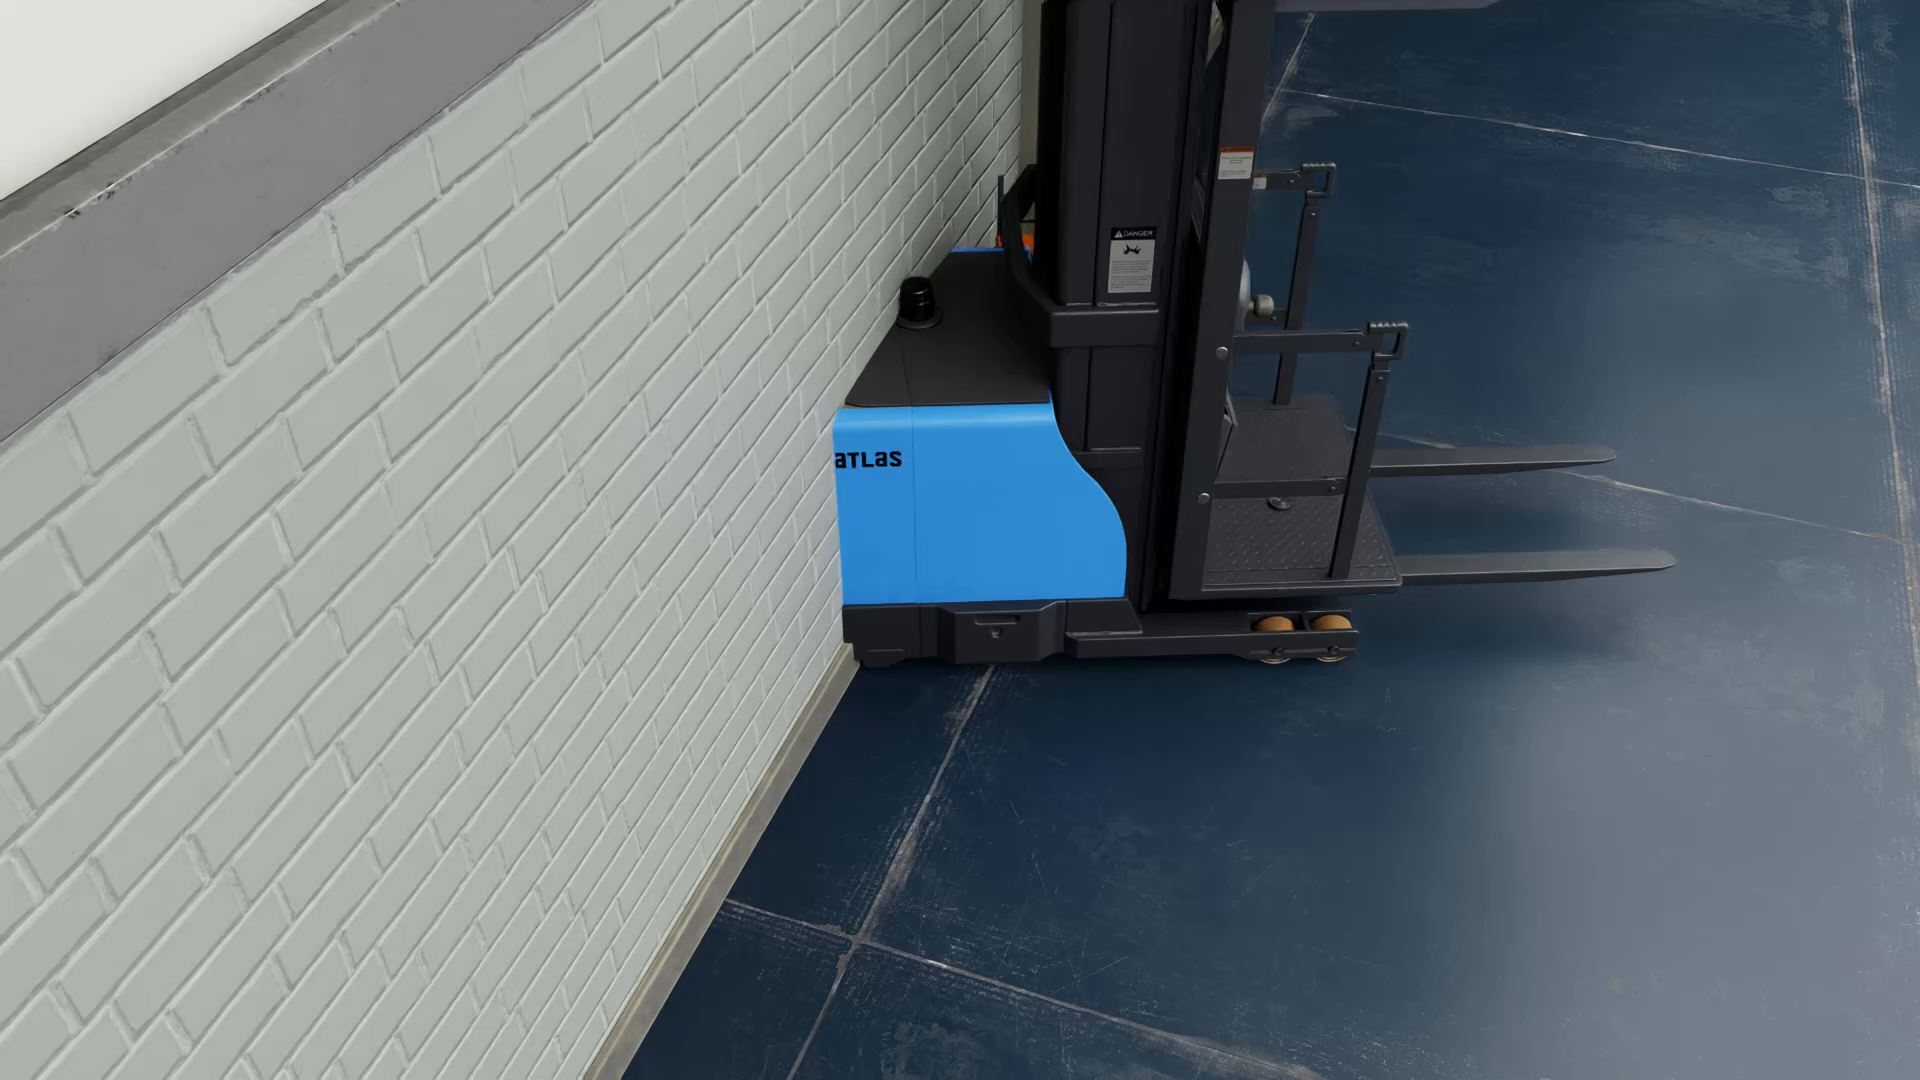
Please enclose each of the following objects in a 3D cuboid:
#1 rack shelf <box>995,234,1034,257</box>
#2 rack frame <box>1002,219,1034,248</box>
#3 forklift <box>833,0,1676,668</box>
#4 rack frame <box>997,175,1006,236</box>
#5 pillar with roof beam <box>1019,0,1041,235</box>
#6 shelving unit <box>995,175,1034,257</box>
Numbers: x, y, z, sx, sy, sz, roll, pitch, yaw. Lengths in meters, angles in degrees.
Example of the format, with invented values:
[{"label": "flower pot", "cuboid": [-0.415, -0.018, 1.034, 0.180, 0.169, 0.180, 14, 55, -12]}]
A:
[{"label": "rack shelf", "cuboid": [0.262, -1.027, 6.043, 0.258, 0.103, 0.180, -3, 41, -3]}, {"label": "rack frame", "cuboid": [0.269, -0.728, 6.179, 0.240, 1.200, 0.006, -3, 41, -3]}, {"label": "forklift", "cuboid": [0.977, -1.032, 5.202, 3.031, 2.935, 1.130, -2, 40, -2]}, {"label": "rack frame", "cuboid": [0.255, -0.846, 6.318, 0.240, 1.200, 0.006, -3, 41, -3]}, {"label": "pillar with roof beam", "cuboid": [4.476, -3.195, 3.062, 9.100, 9.000, 0.400, 13, 42, 15]}, {"label": "shelving unit", "cuboid": [0.262, -0.787, 6.248, 0.258, 1.200, 0.189, -3, 41, -3]}]
